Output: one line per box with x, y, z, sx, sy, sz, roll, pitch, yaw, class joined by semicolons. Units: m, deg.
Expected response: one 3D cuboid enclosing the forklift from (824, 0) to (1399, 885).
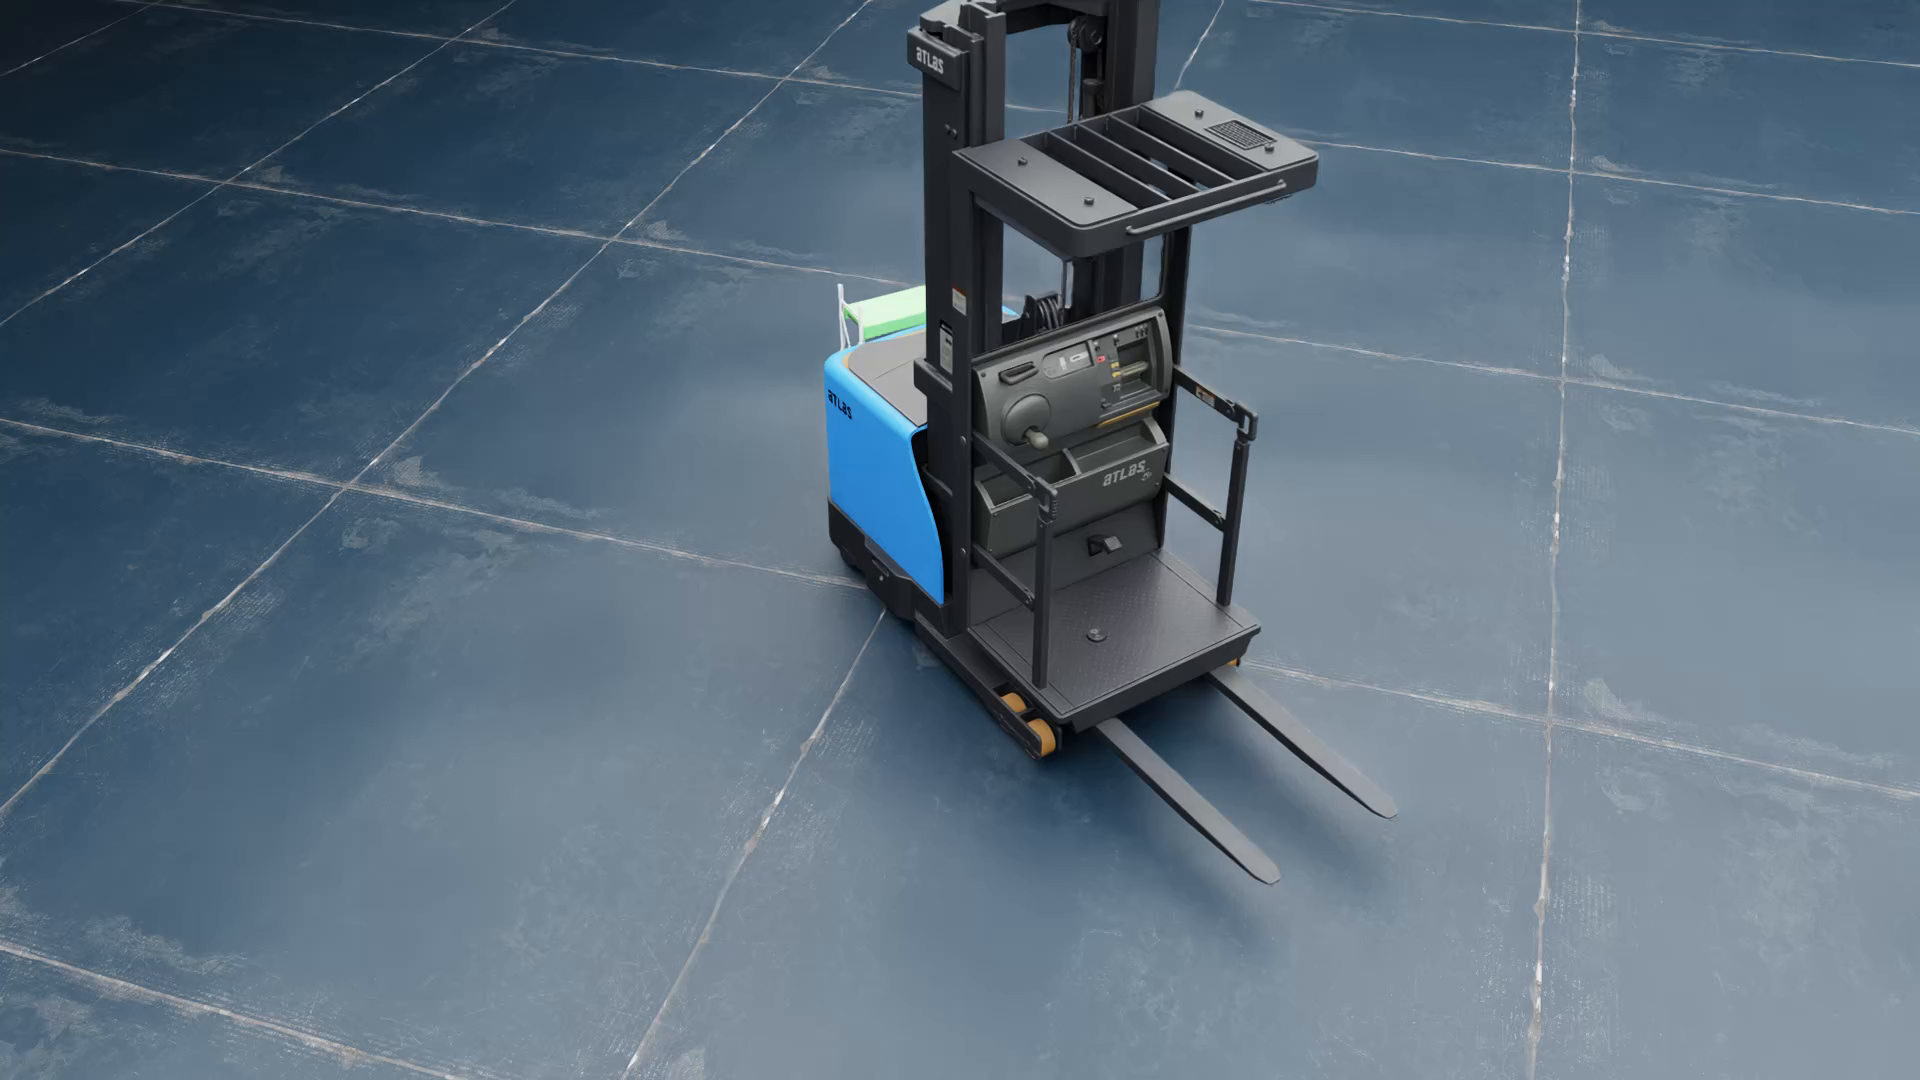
0.591;-0.585;6.573;1.130;2.935;3.031;-21;41;-26;forklift

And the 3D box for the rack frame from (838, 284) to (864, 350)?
-0.514;-0.667;8.143;0.015;1.200;0.240;-18;40;-23;rack frame

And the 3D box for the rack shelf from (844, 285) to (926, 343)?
-0.300;-1.070;7.990;0.480;0.148;0.258;-18;40;-23;rack shelf

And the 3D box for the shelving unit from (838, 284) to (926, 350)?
-0.300;-0.735;8.237;0.503;1.200;0.258;-18;40;-23;shelving unit
